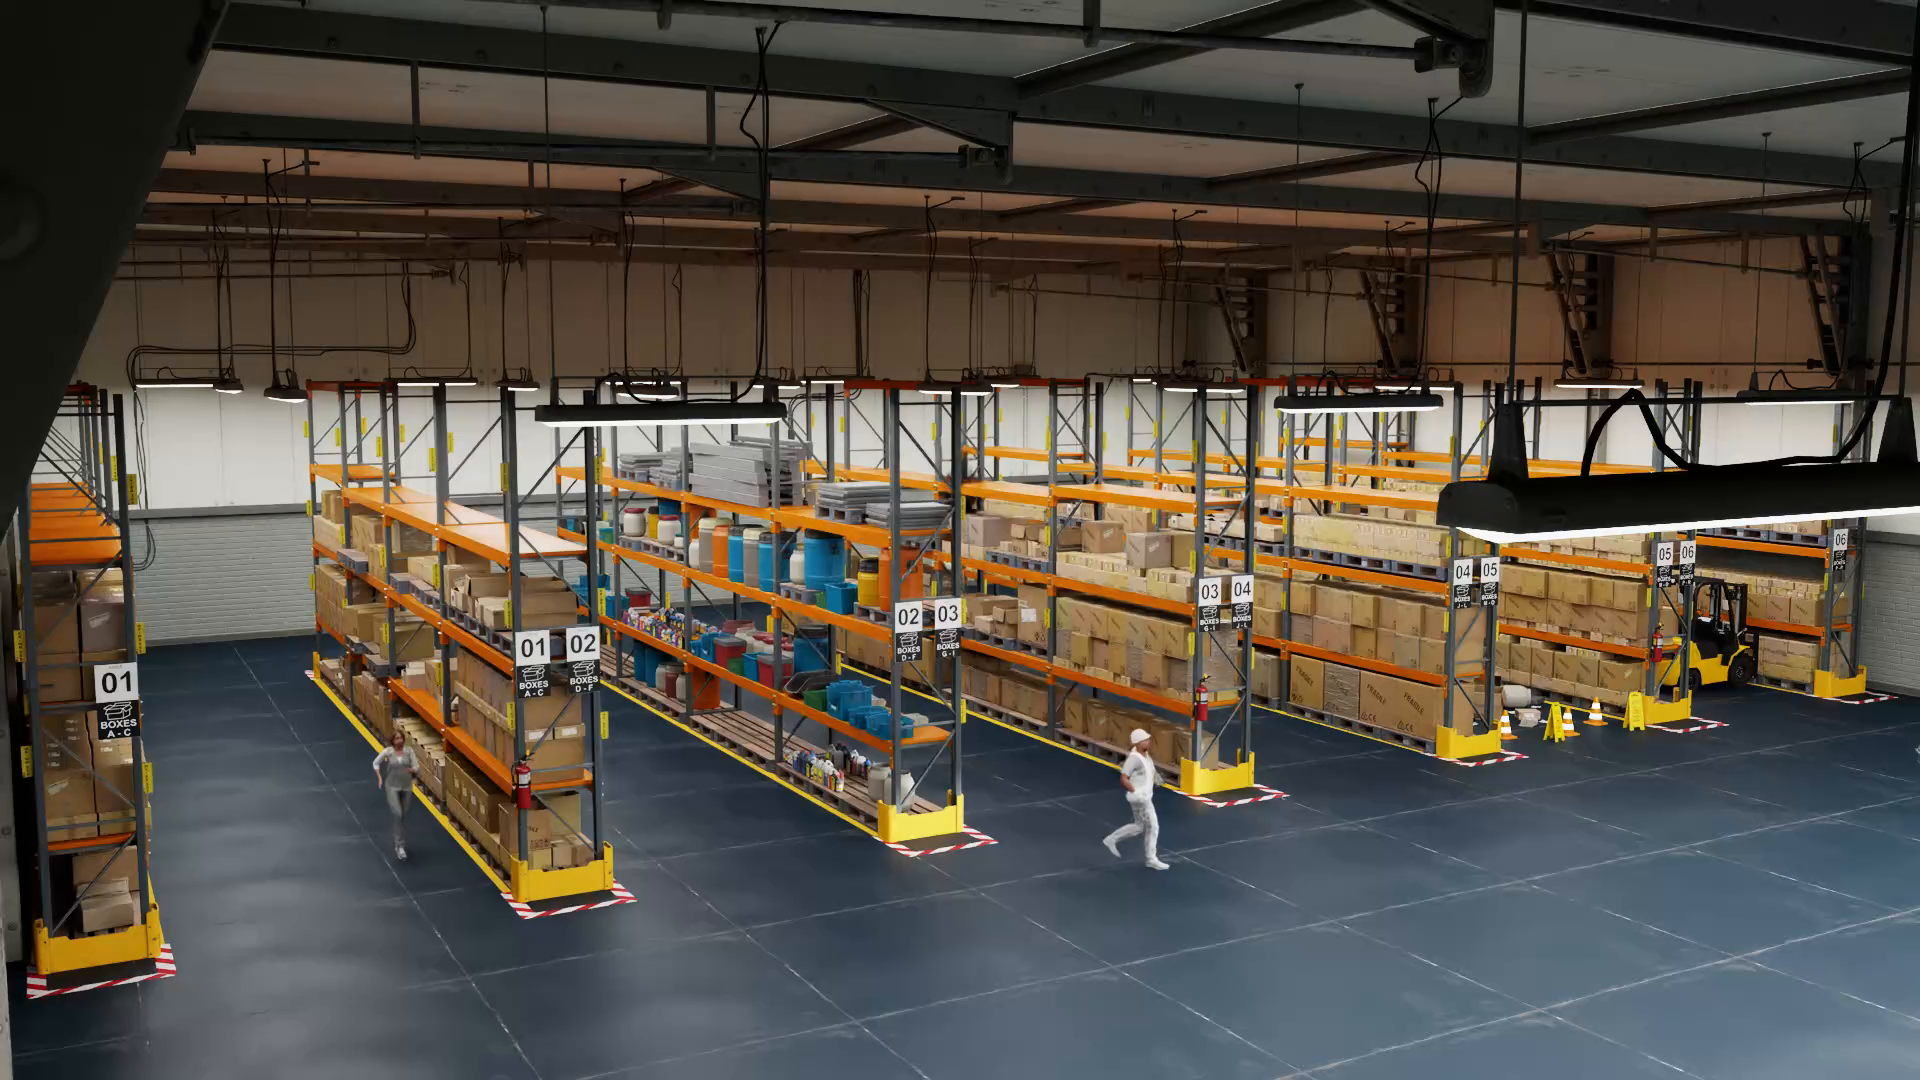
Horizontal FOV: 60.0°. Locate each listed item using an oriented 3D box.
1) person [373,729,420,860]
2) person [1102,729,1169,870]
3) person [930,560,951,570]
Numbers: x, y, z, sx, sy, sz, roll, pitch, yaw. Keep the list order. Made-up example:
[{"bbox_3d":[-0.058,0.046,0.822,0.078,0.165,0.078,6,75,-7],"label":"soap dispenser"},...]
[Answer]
[{"bbox_3d":[-7.254,3.241,21.476,0.517,1.630,0.784,-4,7,-35],"label":"person"},{"bbox_3d":[2.212,3.241,20.866,0.843,1.780,0.654,1,6,9],"label":"person"},{"bbox_3d":[-0.535,1.039,41.524,0.739,1.760,0.970,6,8,42],"label":"person"}]
